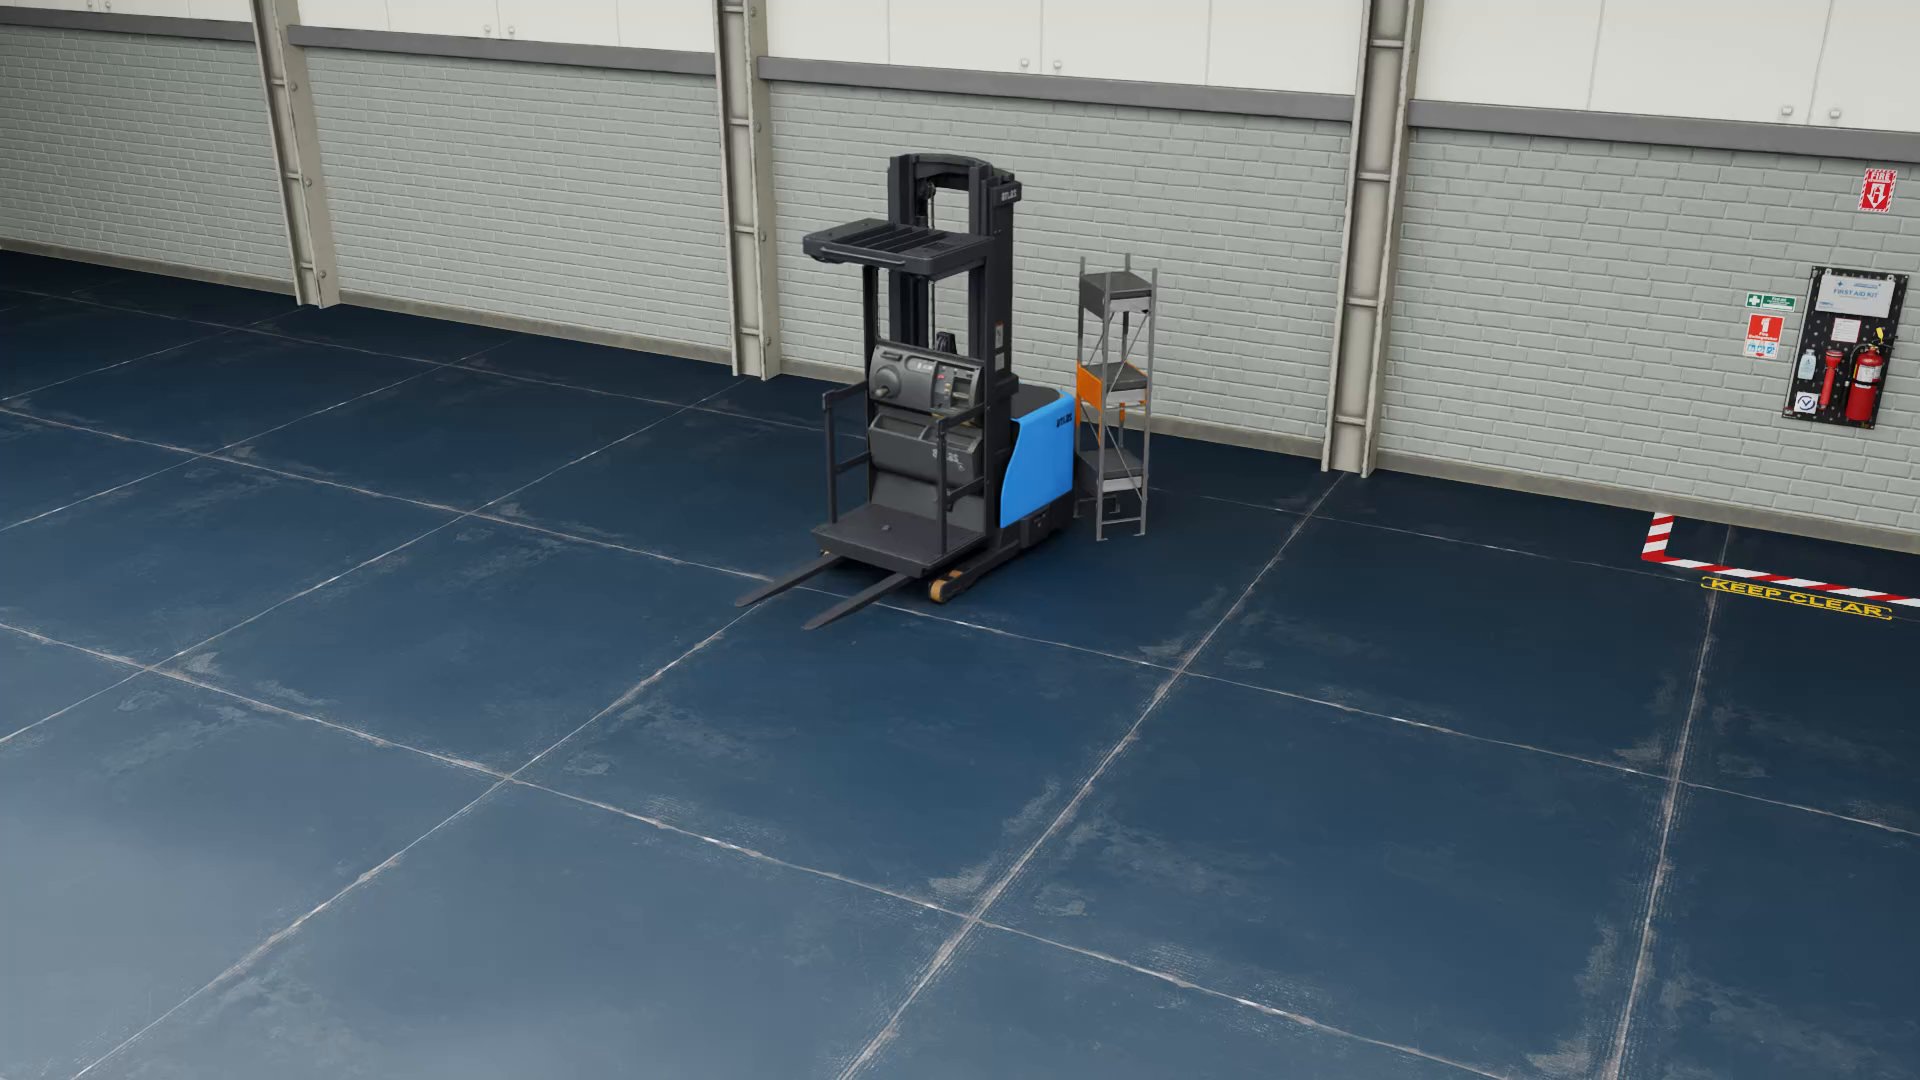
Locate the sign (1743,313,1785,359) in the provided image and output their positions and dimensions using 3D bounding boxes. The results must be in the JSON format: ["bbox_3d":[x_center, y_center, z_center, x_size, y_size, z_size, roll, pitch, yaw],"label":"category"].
[{"bbox_3d":[6.039,-1.532,12.500,0.234,0.329,0.001,11,25,25],"label":"sign"}]

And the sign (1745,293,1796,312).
[{"bbox_3d":[6.039,-1.772,12.387,0.331,0.109,0.001,11,25,25],"label":"sign"}]

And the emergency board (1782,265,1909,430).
[{"bbox_3d":[6.486,-1.382,12.192,0.643,1.169,0.194,11,25,25],"label":"emergency board"}]

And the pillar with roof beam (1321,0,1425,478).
[{"bbox_3d":[1.377,-3.249,8.917,0.400,9.000,9.100,11,25,25],"label":"pillar with roof beam"}]

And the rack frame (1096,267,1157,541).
[{"bbox_3d":[1.238,-0.982,12.402,0.400,2.100,0.015,-7,24,-17],"label":"rack frame"}]

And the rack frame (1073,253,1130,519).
[{"bbox_3d":[1.086,-1.163,12.829,0.400,2.100,0.015,-7,24,-17],"label":"rack frame"}]

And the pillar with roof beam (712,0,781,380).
[{"bbox_3d":[-3.977,-4.308,11.408,0.400,9.000,9.100,11,25,25],"label":"pillar with roof beam"}]

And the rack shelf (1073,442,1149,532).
[{"bbox_3d":[1.162,-0.416,12.894,0.431,0.518,0.480,-7,24,-17],"label":"rack shelf"}]

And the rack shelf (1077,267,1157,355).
[{"bbox_3d":[1.161,-1.705,12.347,0.431,0.518,0.480,-7,24,-17],"label":"rack shelf"}]

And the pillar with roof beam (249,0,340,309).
[{"bbox_3d":[-9.332,-5.368,13.899,0.400,9.000,9.100,11,25,25],"label":"pillar with roof beam"}]

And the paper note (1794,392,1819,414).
[{"bbox_3d":[6.359,-1.032,12.495,0.142,0.148,0.016,11,25,25],"label":"paper note"}]

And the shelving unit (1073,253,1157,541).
[{"bbox_3d":[1.162,-1.073,12.615,0.431,2.100,0.503,-7,24,-17],"label":"shelving unit"}]

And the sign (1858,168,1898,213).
[{"bbox_3d":[6.524,-2.485,11.824,0.199,0.298,0.001,11,25,25],"label":"sign"}]

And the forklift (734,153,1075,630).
[{"bbox_3d":[-0.373,-1.117,11.658,1.130,2.935,3.031,16,28,32],"label":"forklift"}]

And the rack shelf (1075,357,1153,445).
[{"bbox_3d":[1.162,-1.060,12.621,0.431,0.518,0.480,-7,24,-17],"label":"rack shelf"}]
